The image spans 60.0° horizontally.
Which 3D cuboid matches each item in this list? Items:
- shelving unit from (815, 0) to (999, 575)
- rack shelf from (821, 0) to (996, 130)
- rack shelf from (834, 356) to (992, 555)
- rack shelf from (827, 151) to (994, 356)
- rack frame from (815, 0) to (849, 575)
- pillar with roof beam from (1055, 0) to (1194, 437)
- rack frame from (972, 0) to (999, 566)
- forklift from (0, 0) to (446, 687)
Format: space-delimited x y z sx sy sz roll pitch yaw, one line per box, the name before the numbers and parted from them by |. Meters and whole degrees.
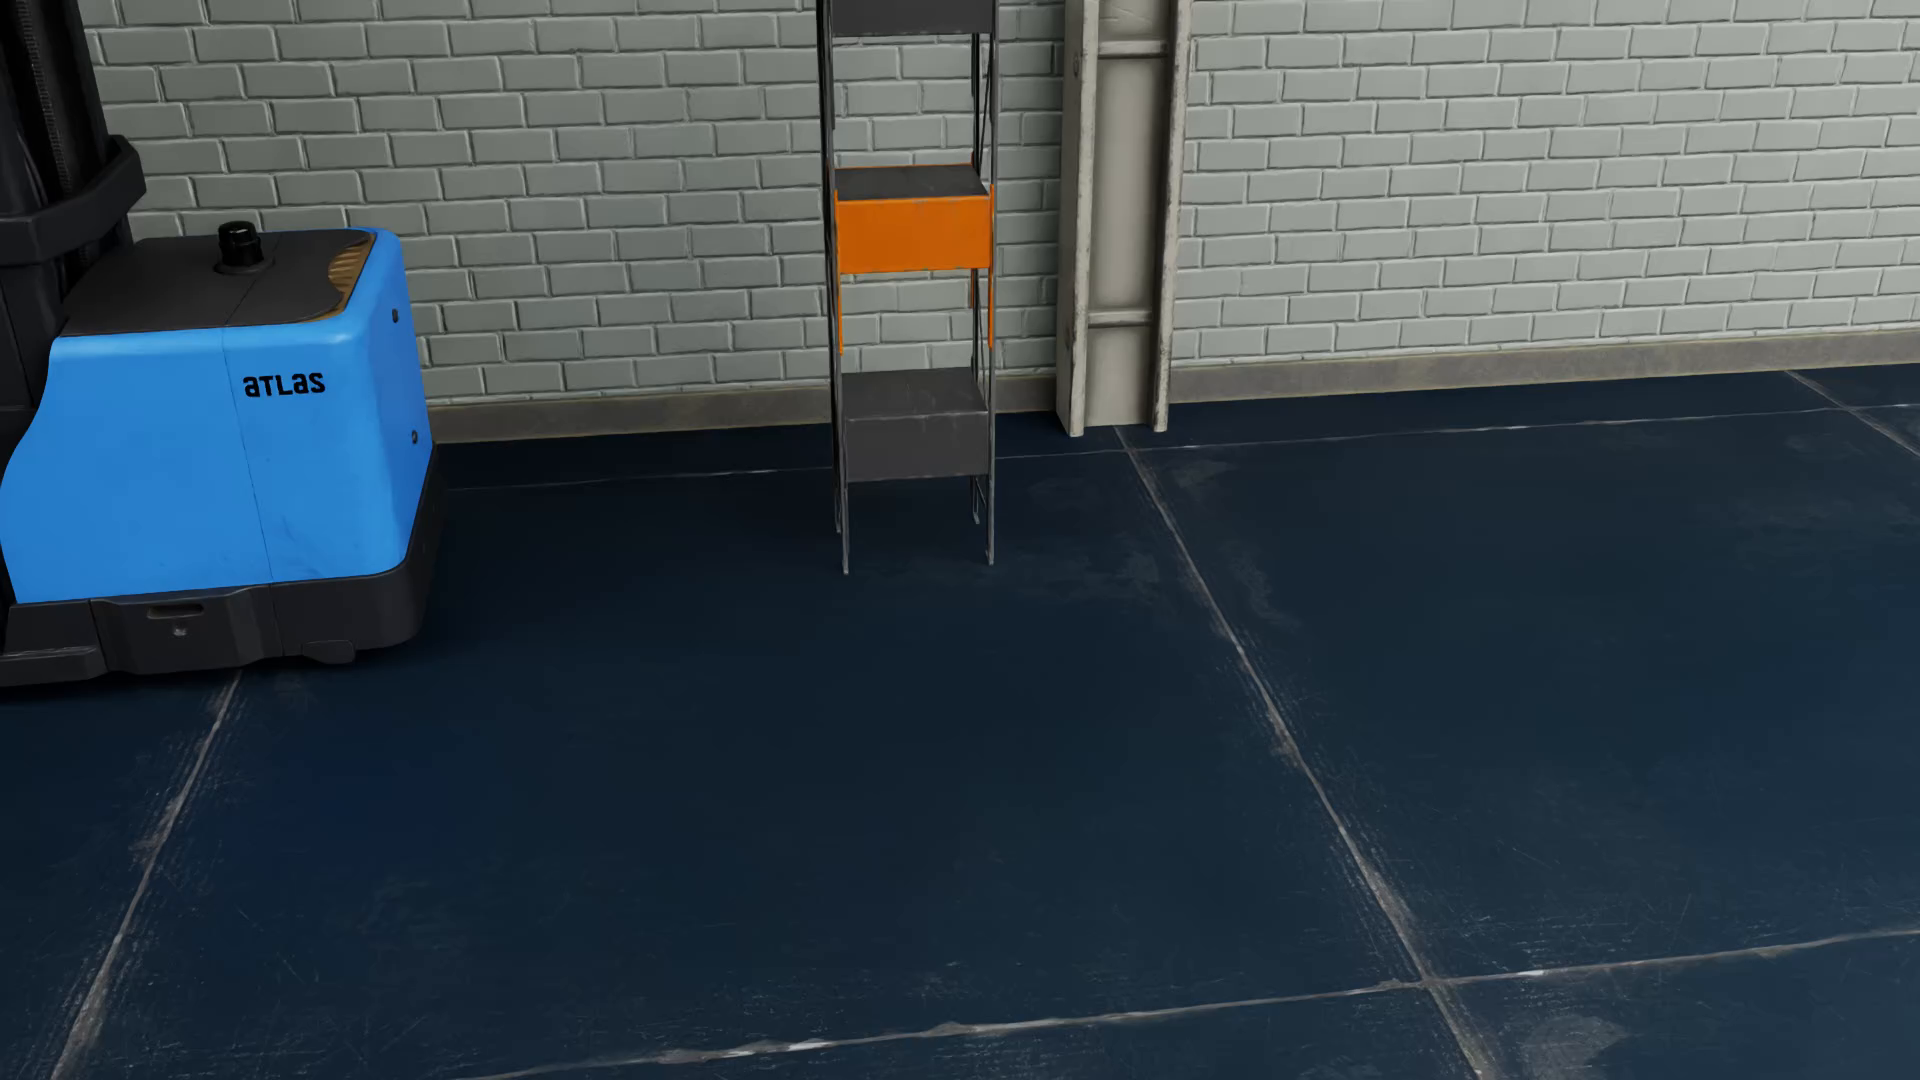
shelving unit | -0.164 -0.924 5.250 0.503 2.100 0.431 -4 27 -7
rack shelf | -0.164 -1.534 4.937 0.480 0.518 0.431 -4 27 -7
rack shelf | -0.164 -0.289 5.576 0.480 0.518 0.431 -4 27 -7
rack shelf | -0.164 -0.912 5.256 0.480 0.518 0.431 -4 27 -7
rack frame | -0.406 -0.908 5.220 0.015 2.100 0.400 -4 27 -7
pillar with roof beam | 1.204 -2.547 0.856 0.400 9.000 9.100 -4 27 -7
rack frame | 0.078 -0.939 5.280 0.015 2.100 0.400 -4 27 -7
forklift | -3.209 -1.038 4.562 3.031 2.935 1.130 -5 28 -9
